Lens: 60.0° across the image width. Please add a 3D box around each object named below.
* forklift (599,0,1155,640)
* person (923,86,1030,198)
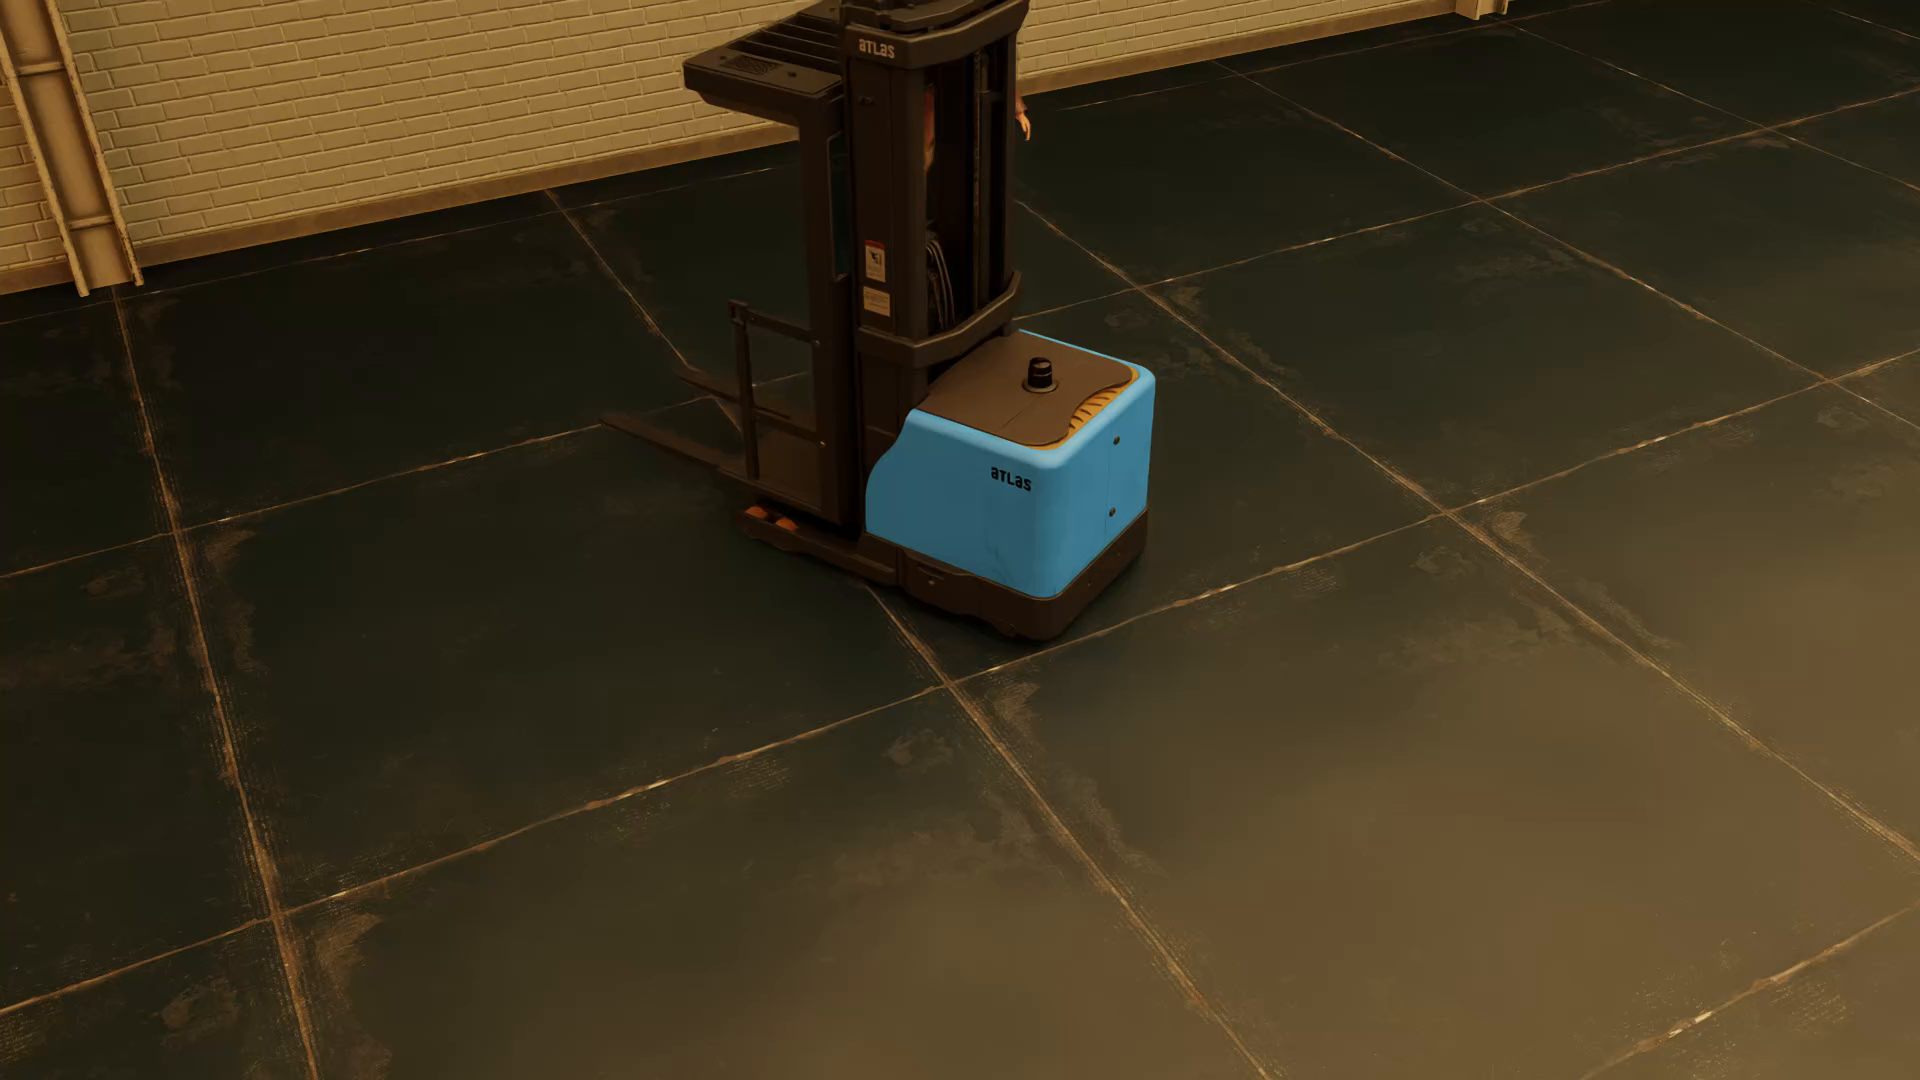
[{"bbox_3d":[-0.560,-1.374,8.067,3.031,2.935,1.130,21,40,27],"label":"forklift"},{"bbox_3d":[-0.034,-2.877,11.328,0.988,1.656,0.665,-4,35,-6],"label":"person"}]
